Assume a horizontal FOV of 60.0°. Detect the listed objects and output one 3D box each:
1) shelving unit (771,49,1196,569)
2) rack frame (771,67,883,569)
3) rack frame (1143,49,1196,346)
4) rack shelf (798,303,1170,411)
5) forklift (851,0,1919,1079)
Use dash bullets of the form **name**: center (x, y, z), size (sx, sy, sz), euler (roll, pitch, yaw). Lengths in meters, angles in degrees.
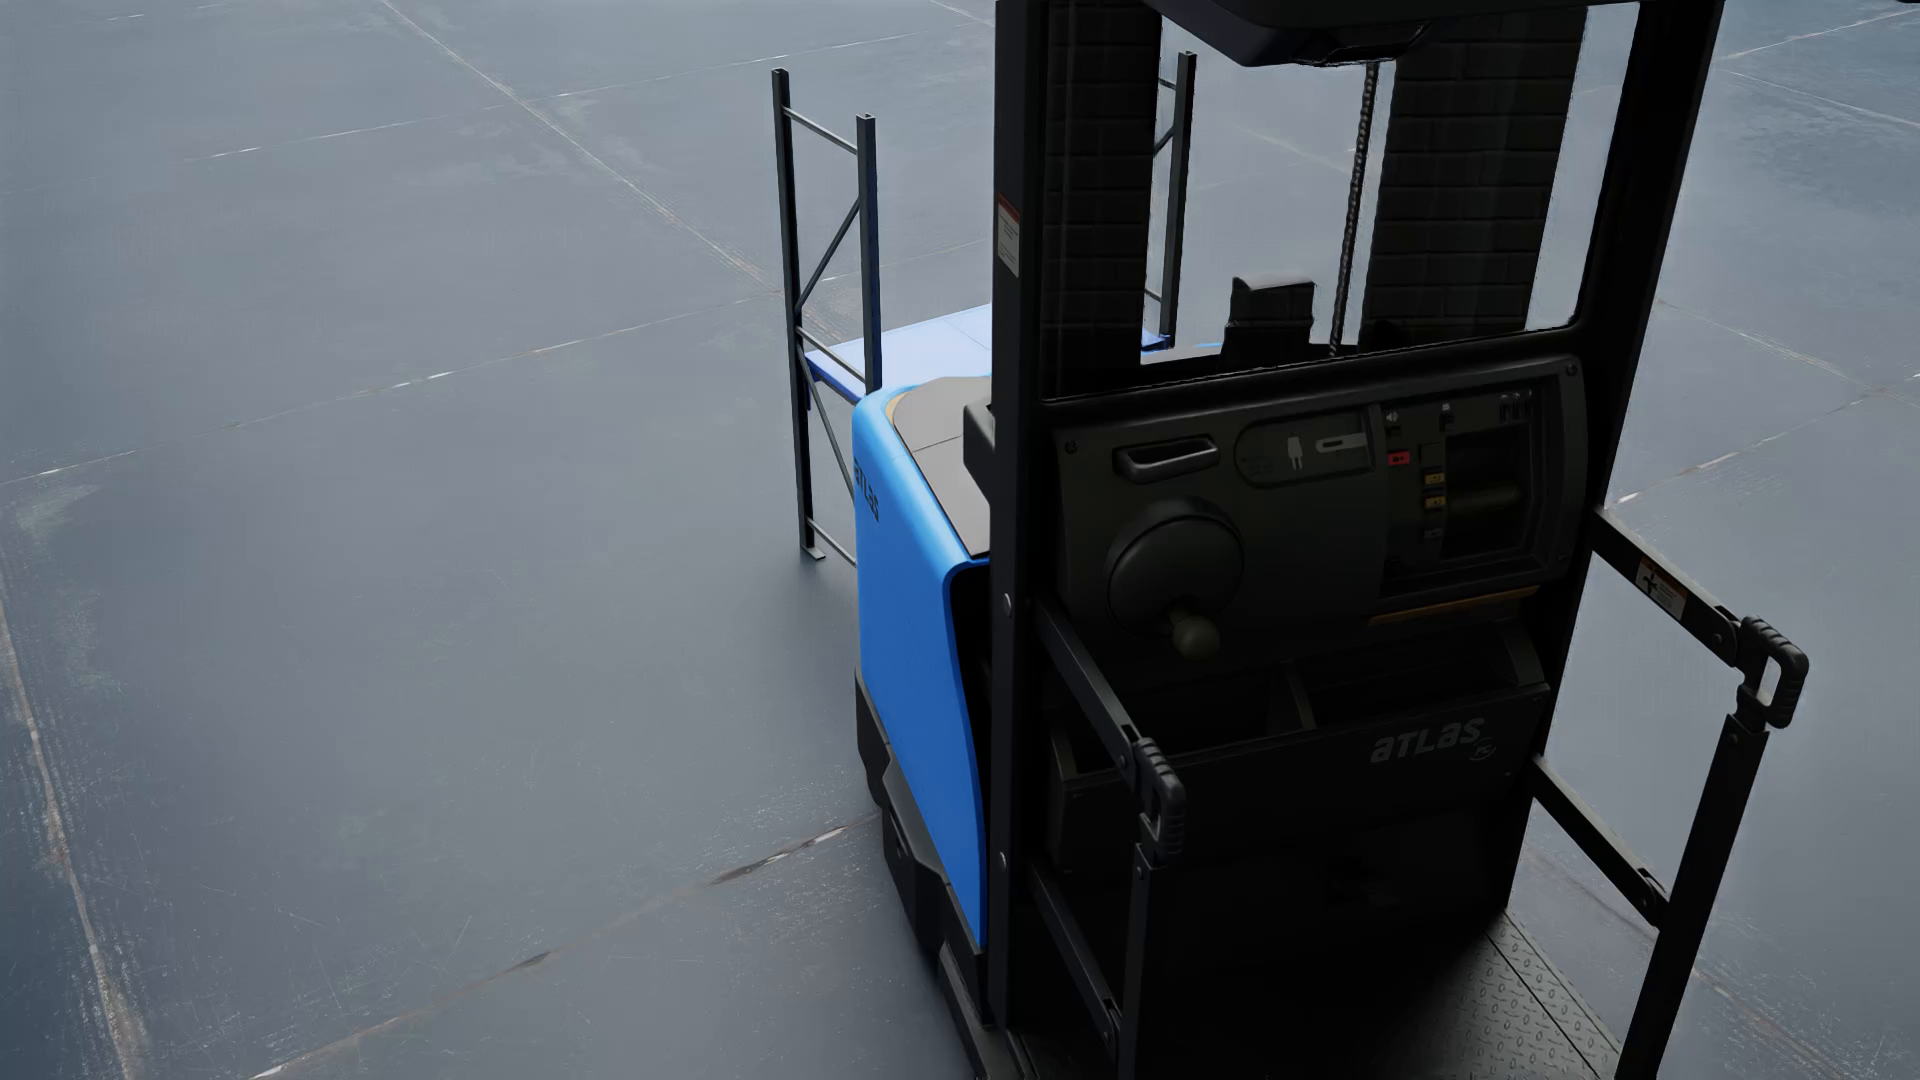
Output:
- **shelving unit**: center (0.072, -0.659, 4.889), size (1.048, 1.500, 0.538), euler (-19, 37, -27)
- **rack frame**: center (-0.356, -0.512, 4.656), size (0.032, 1.500, 0.500), euler (-19, 37, -27)
- **rack frame**: center (0.499, -0.806, 5.122), size (0.032, 1.500, 0.500), euler (-19, 37, -27)
- **rack shelf**: center (0.072, -0.507, 4.985), size (1.000, 0.185, 0.538), euler (-19, 37, -27)
- **forklift**: center (0.661, -0.001, 2.504), size (1.130, 2.935, 3.031), euler (-9, 33, -15)
